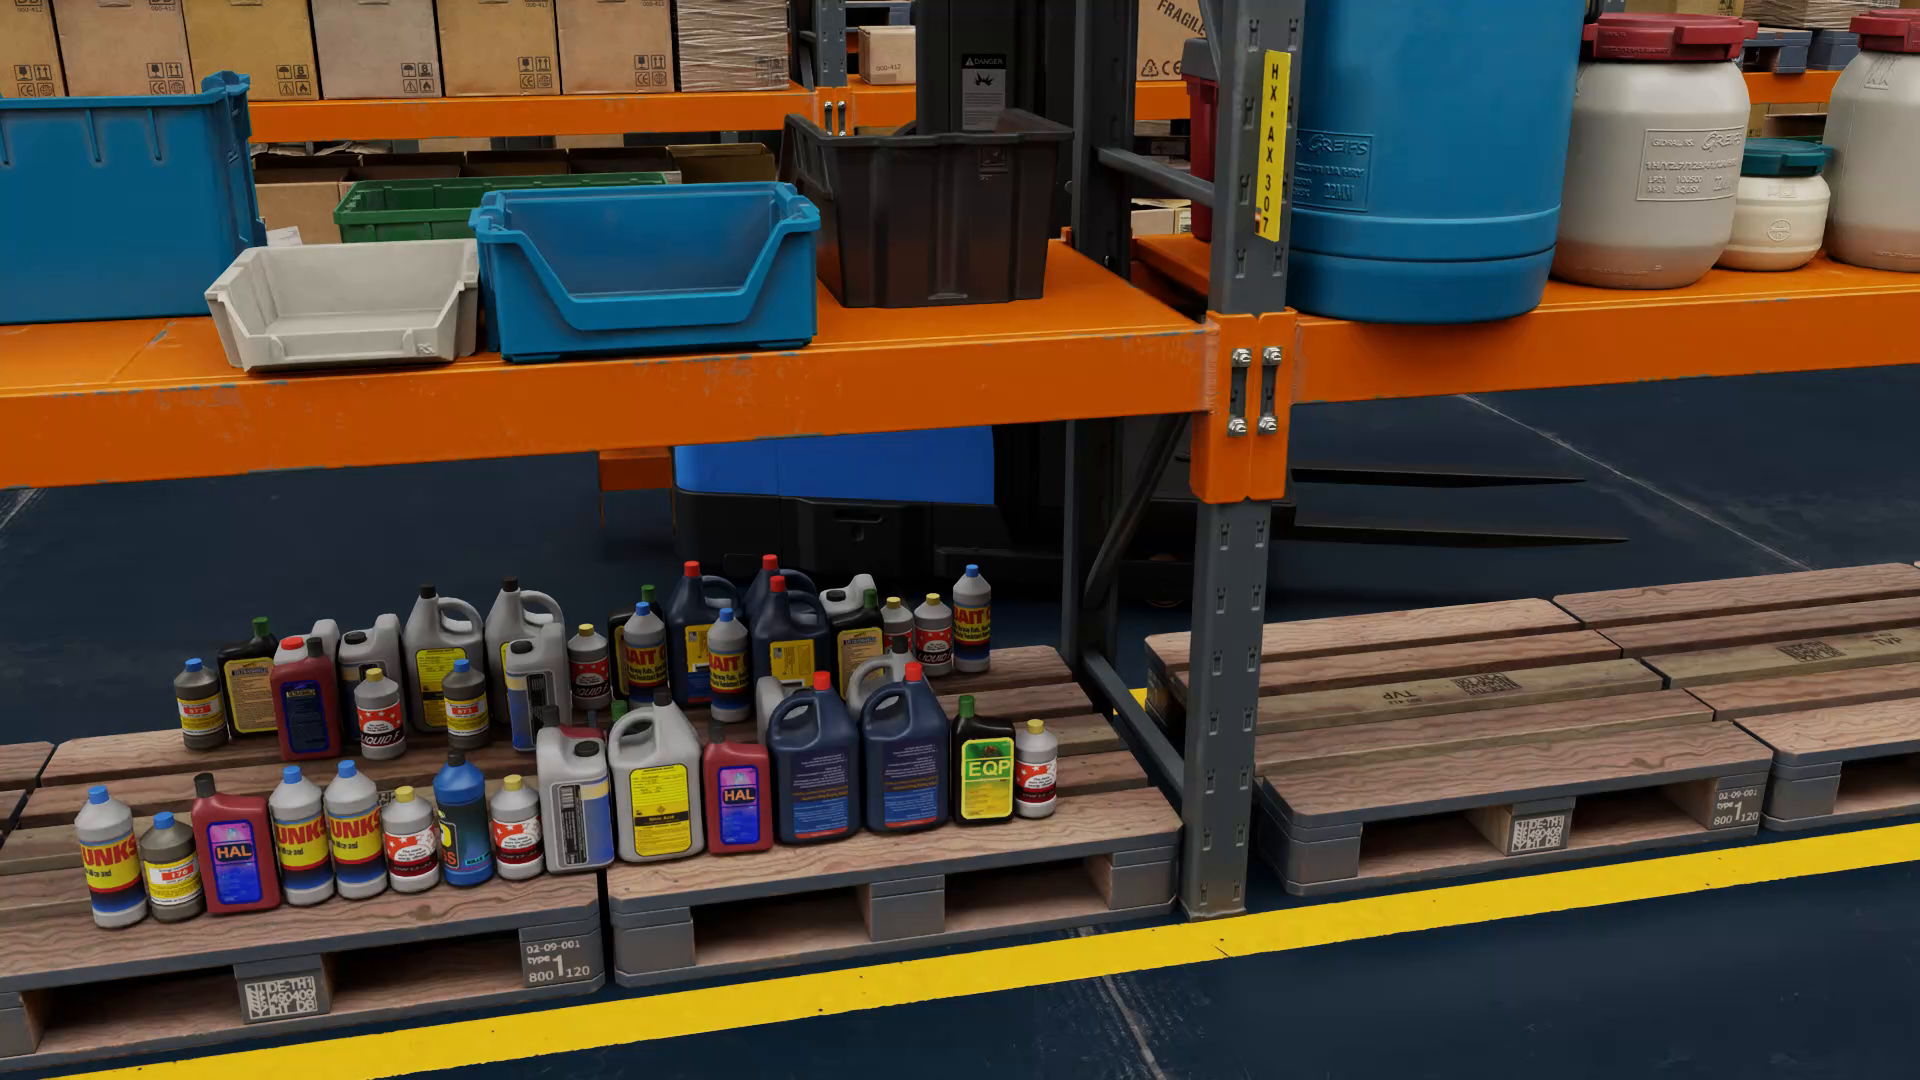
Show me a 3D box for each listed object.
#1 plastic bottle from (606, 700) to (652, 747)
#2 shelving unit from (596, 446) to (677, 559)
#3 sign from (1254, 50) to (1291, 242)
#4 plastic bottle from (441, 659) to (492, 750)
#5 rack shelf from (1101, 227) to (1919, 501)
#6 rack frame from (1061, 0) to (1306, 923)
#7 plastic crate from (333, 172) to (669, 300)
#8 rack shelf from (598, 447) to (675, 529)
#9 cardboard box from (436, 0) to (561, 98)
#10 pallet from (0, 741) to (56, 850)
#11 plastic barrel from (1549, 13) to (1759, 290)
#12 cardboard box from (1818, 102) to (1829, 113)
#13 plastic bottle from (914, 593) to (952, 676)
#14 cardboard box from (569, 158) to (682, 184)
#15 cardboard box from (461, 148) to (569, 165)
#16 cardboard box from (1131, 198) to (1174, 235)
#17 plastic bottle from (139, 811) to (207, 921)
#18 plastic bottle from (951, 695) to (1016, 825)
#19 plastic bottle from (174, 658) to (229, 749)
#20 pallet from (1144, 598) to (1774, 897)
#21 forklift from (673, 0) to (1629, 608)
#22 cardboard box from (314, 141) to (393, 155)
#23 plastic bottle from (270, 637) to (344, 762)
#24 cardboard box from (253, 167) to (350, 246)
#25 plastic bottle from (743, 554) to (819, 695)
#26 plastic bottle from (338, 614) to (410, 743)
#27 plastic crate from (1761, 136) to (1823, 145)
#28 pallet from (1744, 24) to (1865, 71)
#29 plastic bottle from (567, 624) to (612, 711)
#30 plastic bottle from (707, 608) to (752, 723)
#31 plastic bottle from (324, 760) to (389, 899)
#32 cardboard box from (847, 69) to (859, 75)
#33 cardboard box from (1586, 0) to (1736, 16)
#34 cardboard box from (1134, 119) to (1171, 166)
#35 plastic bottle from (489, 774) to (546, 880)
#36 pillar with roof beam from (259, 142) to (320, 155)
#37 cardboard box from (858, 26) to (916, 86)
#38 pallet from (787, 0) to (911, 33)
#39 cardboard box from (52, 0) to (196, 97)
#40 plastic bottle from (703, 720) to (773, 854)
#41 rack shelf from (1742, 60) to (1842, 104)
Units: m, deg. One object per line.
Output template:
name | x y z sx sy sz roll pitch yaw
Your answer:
plastic bottle | -0.668 0.467 3.489 0.133 0.283 0.061 -5 21 -12
shelving unit | -1.100 -0.473 5.564 0.252 1.050 0.215 -3 18 -11
sign | 0.557 -0.703 2.970 0.005 0.325 0.100 -5 21 -12
plastic bottle | -1.147 0.375 3.860 0.097 0.201 0.097 0 20 0
rack shelf | 2.388 -0.579 4.079 4.000 0.370 1.077 -5 21 -12
rack frame | 0.442 -0.758 3.523 0.127 3.000 1.000 -5 21 -12
plastic crate | -0.944 -0.646 3.524 0.662 0.188 0.450 -5 21 -12
rack shelf | -1.102 -0.199 5.653 0.240 0.259 0.215 -3 18 -11
cardboard box | -2.126 -2.344 7.707 0.500 0.500 0.700 -4 21 -12
pallet | -2.596 0.784 3.369 1.213 0.211 1.003 -5 21 -12
plastic barrel | 1.423 -0.824 3.506 0.433 0.535 0.433 0 20 0
cardboard box | 7.688 -3.834 14.945 0.500 0.500 0.700 -4 21 -11
plastic bottle | -0.068 0.236 4.239 0.097 0.201 0.097 0 20 0
cardboard box | -1.585 -1.529 7.925 0.500 0.500 0.500 -5 21 -12
cardboard box | -2.191 -1.664 8.292 0.500 0.500 0.500 -5 21 -12
cardboard box | 0.757 -1.614 8.433 0.500 0.311 0.500 -5 21 -14
plastic bottle | -1.514 0.619 3.194 0.097 0.201 0.097 0 20 0
plastic bottle | 0.049 0.459 3.509 0.133 0.283 0.061 -4 20 -10
plastic bottle | -1.765 0.374 3.862 0.097 0.201 0.097 0 20 0
pallet | 1.197 0.476 4.208 1.213 0.211 1.003 -5 21 -12
forklift | 0.622 -1.348 5.235 3.031 2.935 1.130 3 20 7
cardboard box | -4.482 -2.772 12.289 0.500 0.311 0.500 -3 20 -8
plastic bottle | -1.488 0.360 3.780 0.133 0.283 0.061 -5 21 -12
cardboard box | -3.044 -1.410 7.600 0.500 0.500 0.500 -5 21 -12
plastic bottle | -0.439 0.204 4.108 0.185 0.351 0.144 -4 21 -11
plastic bottle | -1.378 0.317 3.909 0.135 0.276 0.152 -5 21 -14
plastic crate | 2.071 -0.891 4.194 0.662 0.188 0.450 -5 21 -12
pallet | 5.090 -2.798 9.372 1.213 0.211 1.003 -5 21 -12
plastic bottle | -0.904 0.304 4.053 0.097 0.201 0.097 0 20 0
plastic bottle | -0.553 0.293 3.980 0.097 0.271 0.097 0 20 0
plastic bottle | -1.184 0.559 3.255 0.097 0.271 0.097 0 20 0
cardboard box | -0.698 -3.559 13.074 0.500 0.250 0.500 -5 21 -14
cardboard box | 3.785 -3.065 9.064 0.500 0.500 0.700 -12 24 -31
cardboard box | 1.366 -3.349 13.591 0.500 0.500 0.700 -4 21 -12
plastic bottle | -0.888 0.568 3.333 0.097 0.201 0.097 0 20 0
pillar with roof beam | -4.258 -5.479 7.688 0.400 9.000 9.100 -5 21 -12
cardboard box | -0.226 -2.400 8.222 0.500 0.250 0.500 -3 20 -9
pallet | -1.061 -3.996 12.641 1.213 0.211 1.003 -5 21 -12
cardboard box | -3.620 -2.223 7.376 0.500 0.500 0.700 -4 21 -11
plastic bottle | -0.455 0.500 3.397 0.133 0.283 0.061 -3 20 -9
rack shelf | 5.144 -2.554 9.470 4.000 0.370 1.077 -5 21 -12
